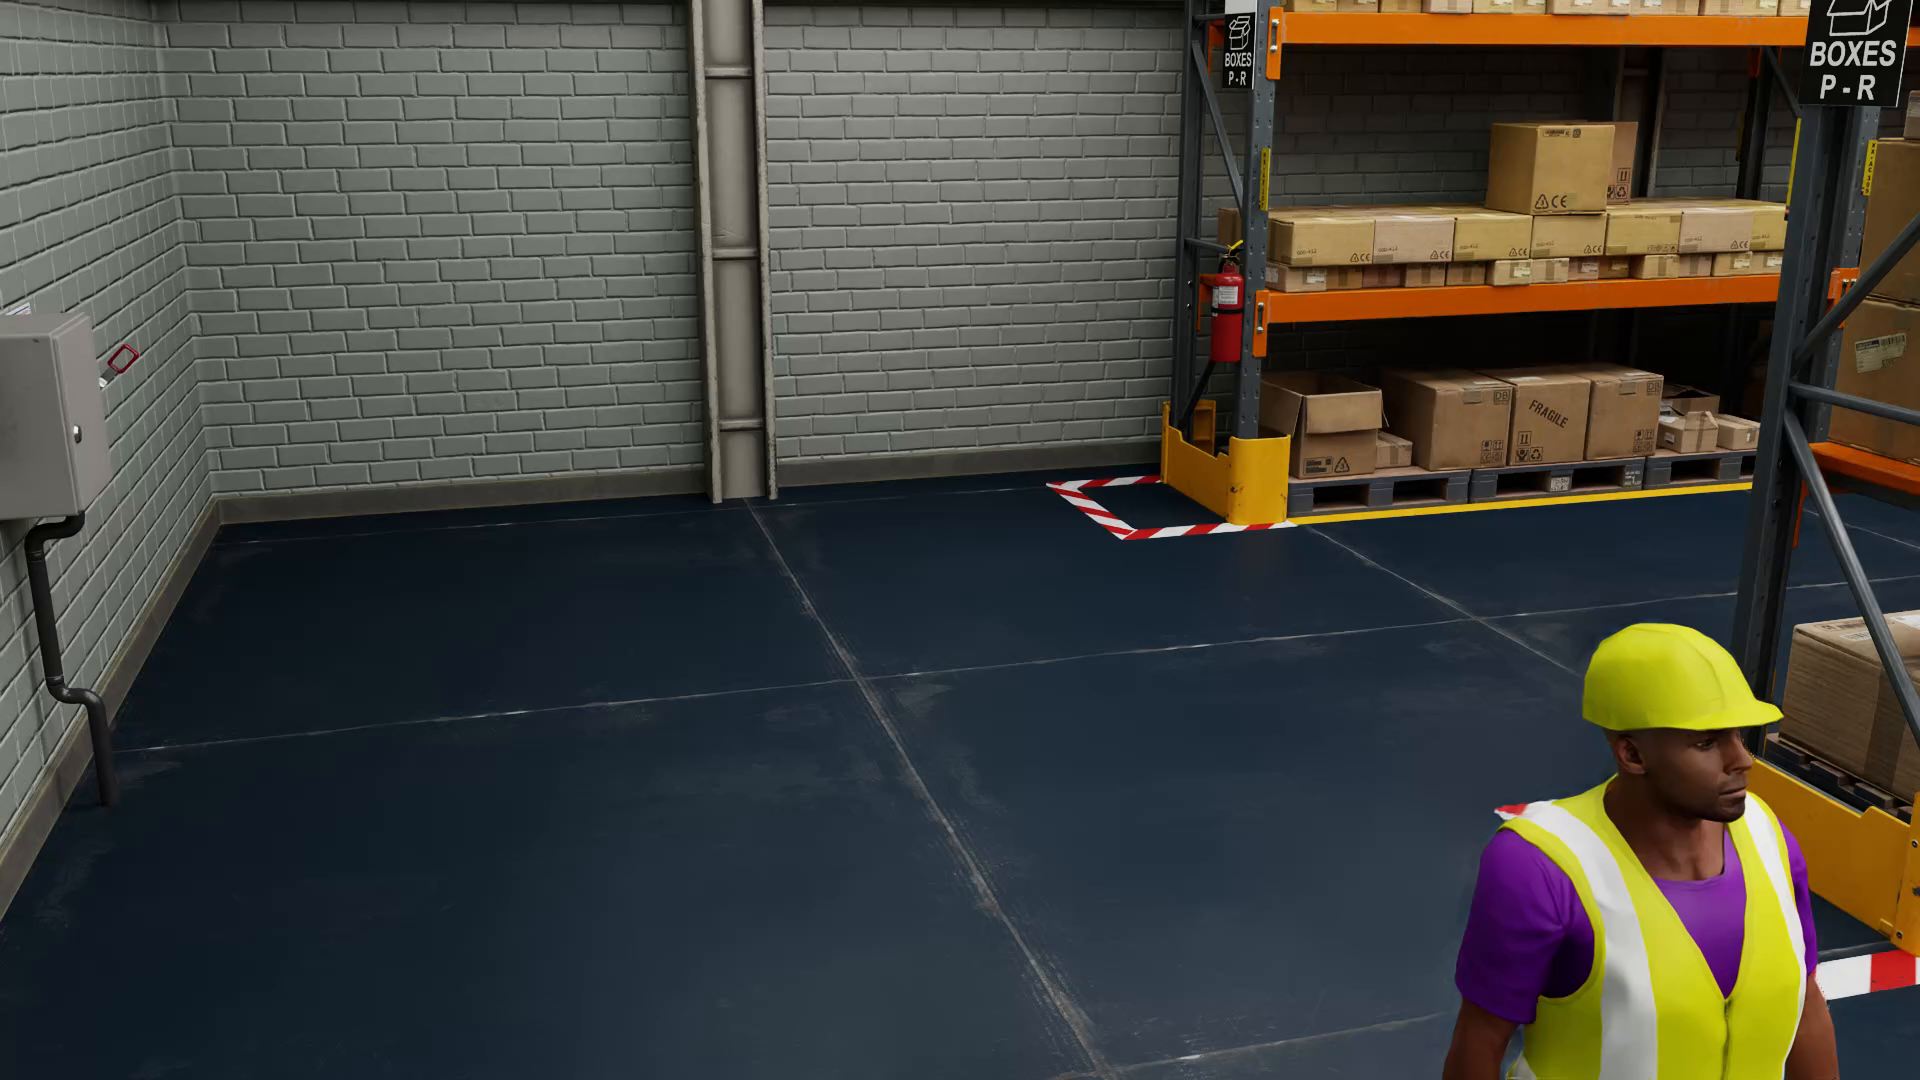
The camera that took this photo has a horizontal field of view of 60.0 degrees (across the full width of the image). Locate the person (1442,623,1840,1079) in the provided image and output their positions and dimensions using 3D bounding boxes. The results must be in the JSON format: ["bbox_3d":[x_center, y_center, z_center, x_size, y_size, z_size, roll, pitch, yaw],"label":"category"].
[{"bbox_3d":[1.083,0.960,2.617,0.607,1.729,1.014,-7,17,-22],"label":"person"}]
